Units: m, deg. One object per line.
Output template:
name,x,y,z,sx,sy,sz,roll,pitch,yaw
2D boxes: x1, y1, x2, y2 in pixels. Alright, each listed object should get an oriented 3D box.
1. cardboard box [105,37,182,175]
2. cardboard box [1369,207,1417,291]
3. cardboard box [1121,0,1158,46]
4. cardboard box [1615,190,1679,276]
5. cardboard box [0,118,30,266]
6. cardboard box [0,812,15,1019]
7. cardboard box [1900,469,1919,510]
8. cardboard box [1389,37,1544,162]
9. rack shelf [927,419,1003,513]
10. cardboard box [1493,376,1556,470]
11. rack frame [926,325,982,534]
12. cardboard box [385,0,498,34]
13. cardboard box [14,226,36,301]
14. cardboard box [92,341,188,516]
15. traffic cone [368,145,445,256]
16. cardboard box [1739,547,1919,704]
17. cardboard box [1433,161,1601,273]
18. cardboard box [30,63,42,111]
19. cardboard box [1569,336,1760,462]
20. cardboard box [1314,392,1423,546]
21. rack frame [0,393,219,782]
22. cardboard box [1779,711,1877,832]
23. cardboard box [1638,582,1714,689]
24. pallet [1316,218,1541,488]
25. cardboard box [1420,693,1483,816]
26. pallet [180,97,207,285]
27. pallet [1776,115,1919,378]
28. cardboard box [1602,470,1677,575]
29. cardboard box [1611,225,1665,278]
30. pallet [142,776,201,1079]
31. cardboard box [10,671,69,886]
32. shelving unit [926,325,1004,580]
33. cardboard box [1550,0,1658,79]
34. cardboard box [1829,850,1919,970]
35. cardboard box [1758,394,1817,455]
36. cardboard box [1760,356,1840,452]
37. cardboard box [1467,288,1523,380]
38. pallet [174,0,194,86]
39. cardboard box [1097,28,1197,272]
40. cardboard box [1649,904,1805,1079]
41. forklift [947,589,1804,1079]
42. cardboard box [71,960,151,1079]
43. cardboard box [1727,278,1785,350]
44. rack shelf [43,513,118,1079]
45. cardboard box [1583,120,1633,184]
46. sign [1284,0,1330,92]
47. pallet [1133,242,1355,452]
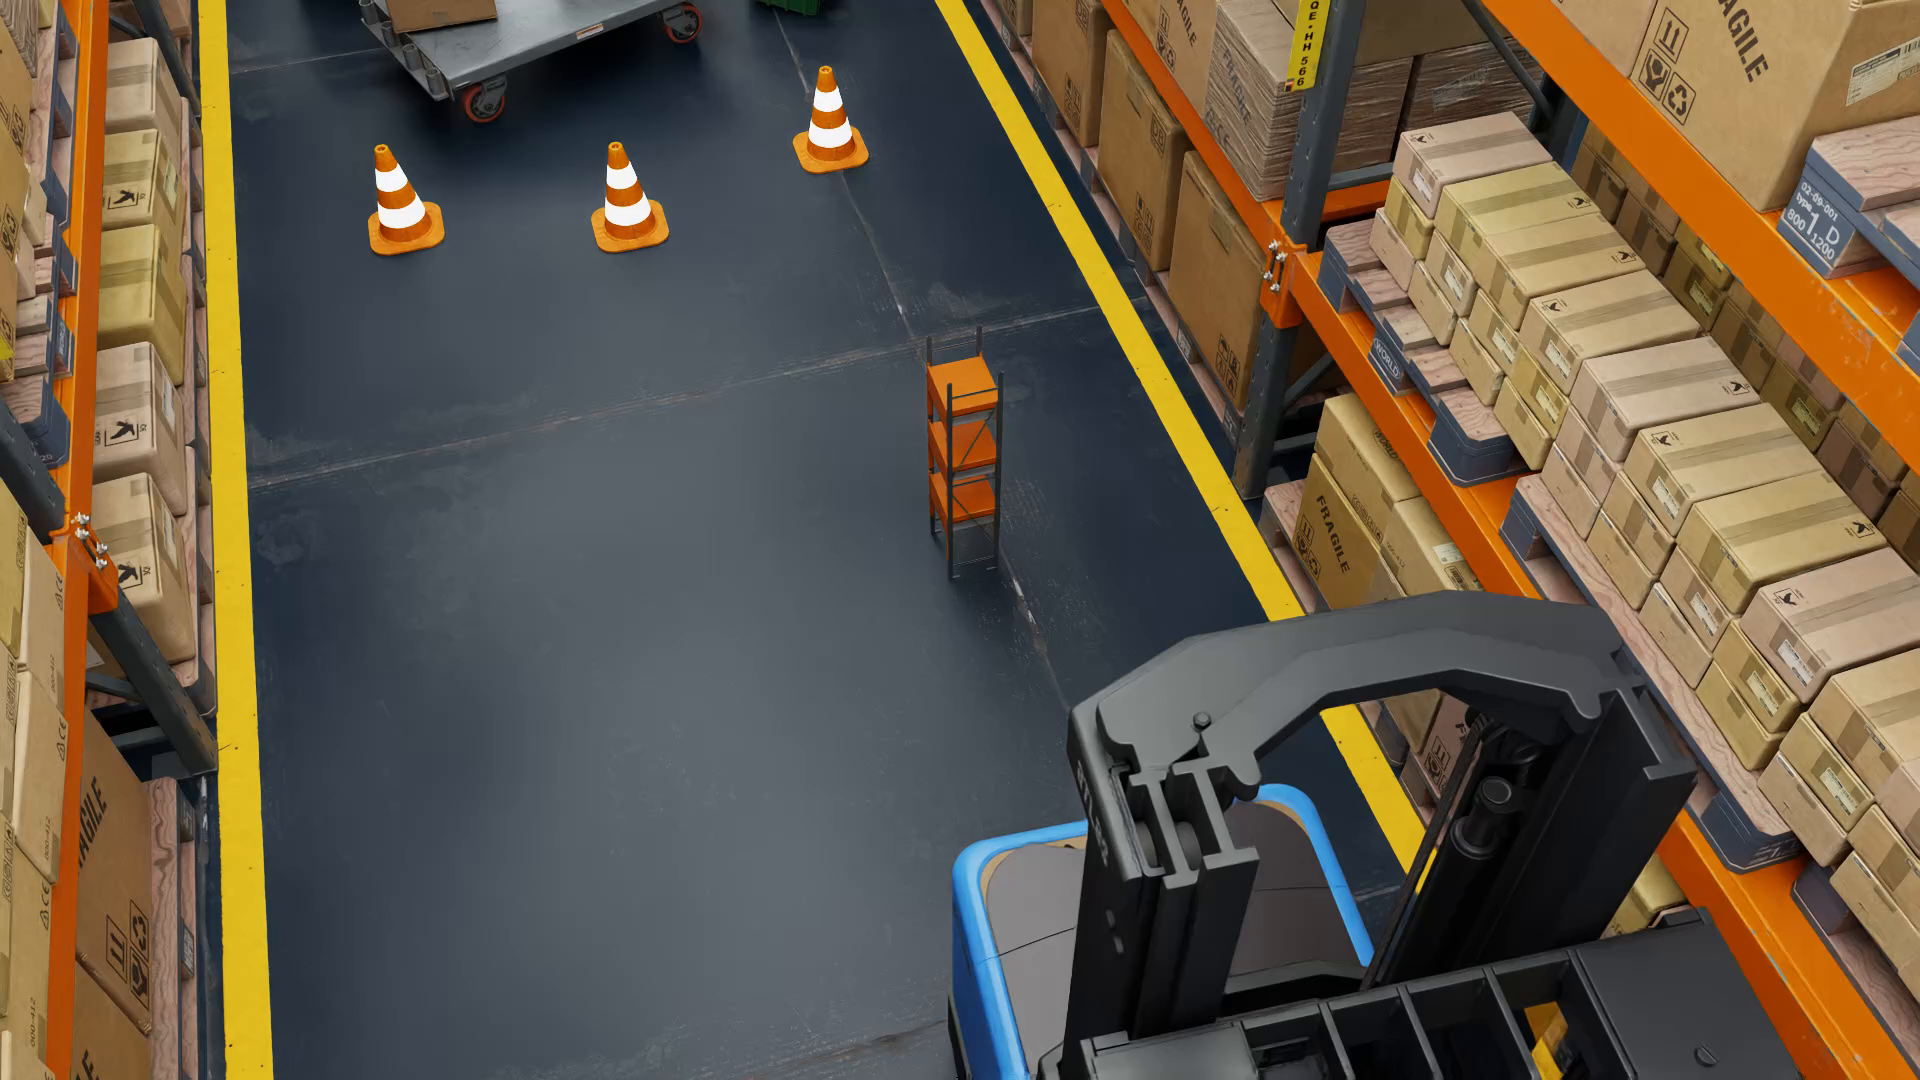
cardboard box,-4.129,-1.911,7.632,0.950,0.372,0.625,-13,51,-11
cardboard box,1.535,-0.958,5.275,0.380,0.149,0.250,-14,51,-11
cardboard box,0.911,-2.306,6.457,0.500,0.500,0.500,-14,51,-12
cardboard box,2.257,-0.974,5.094,0.380,0.149,0.250,-12,51,-10
cardboard box,-3.176,-1.107,4.976,0.500,0.500,0.500,-11,51,-9
cardboard box,-2.392,0.843,3.638,0.500,0.250,0.500,-15,51,-12
cardboard box,2.634,-0.133,4.190,0.380,0.149,0.250,-12,51,-10
cardboard box,1.720,-1.697,5.943,0.500,0.500,0.500,-13,51,-11
rack shelf,0.016,-0.292,6.113,0.215,0.259,0.240,-13,51,-11
cardboard box,1.775,-0.368,4.778,0.380,0.149,0.250,-11,51,-9
rack frame,-0.020,-0.388,6.180,0.200,1.050,0.008,-13,51,-11
cardboard box,-2.595,-2.867,8.135,0.500,0.500,0.500,-13,51,-11
cardboard box,-3.111,-0.841,5.177,0.380,0.149,0.250,-16,52,-13
cardboard box,-3.487,-0.324,6.295,0.950,0.372,0.625,-14,51,-12
traffic cone,-2.582,-1.598,7.584,0.336,0.463,0.334,-13,51,-11
cardboard box,2.088,0.198,3.911,0.380,0.149,0.250,-15,52,-13
cardboard box,1.629,-0.945,4.875,0.380,0.149,0.250,-15,51,-12
cardboard box,-3.454,-1.608,5.823,0.380,0.149,0.250,-12,51,-10
cardboard box,1.857,-0.374,4.394,0.380,0.149,0.250,-11,51,-9
cardboard box,1.568,-0.289,5.691,0.500,0.250,0.500,-15,52,-13
rack frame,-3.104,-0.083,4.648,1.000,3.000,0.127,-13,51,-11
cardboard box,2.161,0.486,3.863,0.380,0.149,0.250,-16,52,-13
cardboard box,2.004,0.200,4.299,0.380,0.149,0.250,-15,51,-12
pallet,1.908,-0.718,5.309,1.213,0.211,1.003,-13,51,-11
cardboard box,1.869,0.709,5.341,0.500,0.500,0.500,-14,51,-12
pallet,-4.055,-1.538,7.698,1.003,0.211,1.213,-13,51,-11
pallet,2.388,-0.493,3.154,1.213,0.211,1.003,-13,51,-11
cardboard box,1.928,-0.088,4.347,0.380,0.149,0.250,-14,51,-11
cardboard box,2.252,-0.893,5.220,0.380,0.149,0.250,-13,51,-11
pallet,-2.942,1.408,5.214,1.003,0.211,1.213,-13,51,-11
cardboard box,-2.540,0.645,4.132,0.500,0.250,0.500,-12,51,-10
shelving unit,0.016,-0.299,6.105,0.215,1.050,0.252,-13,51,-11
cardboard box,1.665,-1.434,3.760,0.500,0.500,0.500,-13,51,-11
cardboard box,2.248,0.790,3.801,0.380,0.149,0.250,-16,52,-13
cardboard box,2.480,-0.326,4.742,0.380,0.149,0.250,-15,52,-13
cardboard box,2.482,-0.417,4.625,0.380,0.149,0.250,-14,51,-11
cardboard box,1.711,-0.636,4.809,0.380,0.149,0.250,-15,51,-12
pallet,-4.519,-2.588,8.584,1.003,0.211,1.213,-13,51,-11
cardboard box,1.239,-1.789,7.283,1.050,0.750,0.750,-13,51,-10
cardboard box,2.177,1.209,4.429,0.500,0.250,0.500,-11,51,-9
forklift,0.783,1.589,3.283,1.130,2.935,3.031,-10,51,-8
cardboard box,-2.719,1.642,4.309,0.875,0.875,0.875,-13,51,-11
cardboard box,2.410,-0.699,4.667,0.380,0.149,0.250,-12,51,-10
rack shelf,-2.512,1.609,3.692,1.077,0.370,4.000,-13,51,-11
cardboard box,2.178,-1.268,5.147,0.380,0.149,0.250,-15,52,-12
sign,1.066,-1.522,5.103,0.100,0.325,0.005,-13,51,-11
pallet,1.434,-0.970,7.220,1.003,0.211,1.213,-13,51,-11
